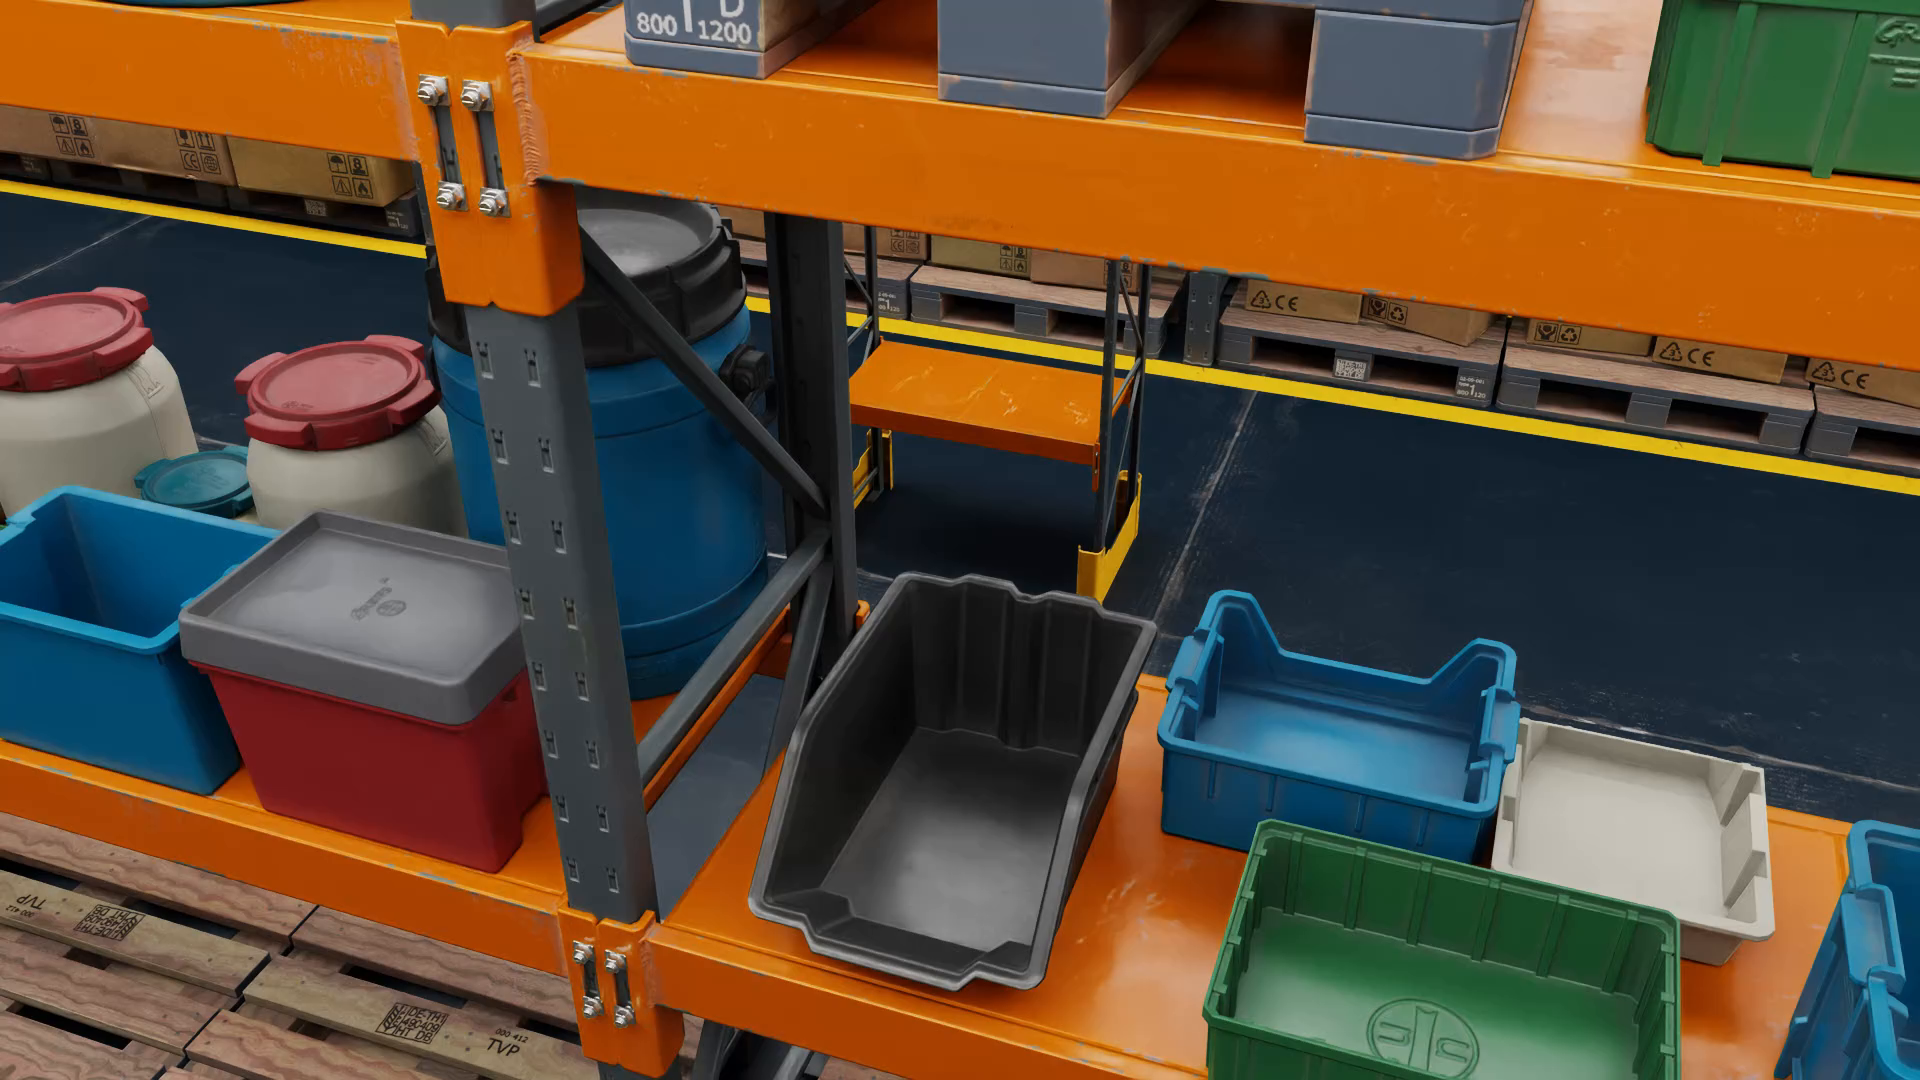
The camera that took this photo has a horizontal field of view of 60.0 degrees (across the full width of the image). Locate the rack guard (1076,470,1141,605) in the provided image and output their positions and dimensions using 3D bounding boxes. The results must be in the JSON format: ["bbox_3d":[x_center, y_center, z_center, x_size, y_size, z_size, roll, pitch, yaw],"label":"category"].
[{"bbox_3d":[0.541,0.000,6.019,0.087,0.250,0.587,11,34,16],"label":"rack guard"}]

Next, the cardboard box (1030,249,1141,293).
[{"bbox_3d":[0.657,-1.552,7.787,0.500,0.500,0.700,8,34,13],"label":"cardboard box"}]

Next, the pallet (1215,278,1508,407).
[{"bbox_3d":[1.872,-1.017,7.631,1.213,0.211,1.003,11,34,16],"label":"pallet"}]

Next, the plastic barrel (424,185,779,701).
[{"bbox_3d":[-0.705,-0.200,3.333,0.708,0.901,0.600,11,34,16],"label":"plastic barrel"}]

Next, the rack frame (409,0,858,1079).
[{"bbox_3d":[-0.443,0.236,3.120,0.127,3.000,1.000,11,34,16],"label":"rack frame"}]

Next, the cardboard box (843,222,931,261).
[{"bbox_3d":[-0.312,-1.751,8.095,0.500,0.500,0.700,8,34,12],"label":"cardboard box"}]

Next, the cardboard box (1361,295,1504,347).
[{"bbox_3d":[2.133,-1.225,7.300,0.500,0.500,0.500,23,39,31],"label":"cardboard box"}]

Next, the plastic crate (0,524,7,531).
[{"bbox_3d":[-2.178,0.150,3.448,0.662,0.188,0.450,11,34,16],"label":"plastic crate"}]

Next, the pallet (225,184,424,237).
[{"bbox_3d":[-3.254,-2.037,9.210,1.213,0.211,1.003,11,34,16],"label":"pallet"}]

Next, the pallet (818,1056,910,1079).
[{"bbox_3d":[0.175,1.551,3.653,1.213,0.211,1.003,11,34,16],"label":"pallet"}]

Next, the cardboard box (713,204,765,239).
[{"bbox_3d":[-0.838,-1.853,8.253,0.500,0.500,0.700,14,35,20],"label":"cardboard box"}]

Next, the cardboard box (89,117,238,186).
[{"bbox_3d":[-4.017,-2.613,9.104,0.875,0.875,1.225,11,34,17],"label":"cardboard box"}]

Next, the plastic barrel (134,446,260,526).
[{"bbox_3d":[-1.637,-0.027,3.654,0.301,0.262,0.301,0,33,0],"label":"plastic barrel"}]

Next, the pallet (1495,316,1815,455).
[{"bbox_3d":[3.024,-0.795,7.286,1.213,0.211,1.003,11,34,16],"label":"pallet"}]

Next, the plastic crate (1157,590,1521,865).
[{"bbox_3d":[0.690,0.362,3.061,0.616,0.251,0.499,11,34,16],"label":"plastic crate"}]

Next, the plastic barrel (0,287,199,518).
[{"bbox_3d":[-1.960,-0.243,3.735,0.433,0.535,0.433,0,33,0],"label":"plastic barrel"}]

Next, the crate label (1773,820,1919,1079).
[{"bbox_3d":[1.499,0.754,2.284,0.616,0.435,0.502,11,34,16],"label":"crate label"}]

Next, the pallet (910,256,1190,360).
[{"bbox_3d":[0.494,-1.264,8.013,1.213,0.211,1.003,11,34,16],"label":"pallet"}]

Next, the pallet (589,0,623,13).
[{"bbox_3d":[-1.831,-2.869,8.105,1.003,0.211,1.213,11,34,16],"label":"pallet"}]

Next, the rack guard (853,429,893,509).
[{"bbox_3d":[-0.397,-0.182,6.302,0.087,0.250,0.587,11,34,16],"label":"rack guard"}]

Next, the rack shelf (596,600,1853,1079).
[{"bbox_3d":[1.440,0.904,2.748,4.000,0.370,1.077,11,34,16],"label":"rack shelf"}]

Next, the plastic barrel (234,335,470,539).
[{"bbox_3d":[-1.270,-0.109,3.527,0.433,0.535,0.433,0,33,0],"label":"plastic barrel"}]

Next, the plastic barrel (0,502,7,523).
[{"bbox_3d":[-2.368,-0.322,3.858,0.433,0.535,0.433,0,33,0],"label":"plastic barrel"}]

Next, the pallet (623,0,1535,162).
[{"bbox_3d":[0.269,-0.863,2.230,1.003,0.211,1.213,11,34,16],"label":"pallet"}]

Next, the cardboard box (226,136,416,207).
[{"bbox_3d":[-3.180,-2.446,8.845,0.875,0.875,1.225,9,34,14],"label":"cardboard box"}]

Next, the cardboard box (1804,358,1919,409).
[{"bbox_3d":[3.837,-0.903,6.800,0.500,0.500,0.500,21,38,29],"label":"cardboard box"}]

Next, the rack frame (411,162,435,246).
[{"bbox_3d":[-2.538,-3.025,8.171,0.127,3.000,1.000,11,34,16],"label":"rack frame"}]

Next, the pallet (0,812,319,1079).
[{"bbox_3d":[-2.348,1.061,4.412,1.213,0.211,1.003,11,34,16],"label":"pallet"}]

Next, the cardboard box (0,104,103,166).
[{"bbox_3d":[-4.852,-2.771,9.348,0.875,0.875,1.225,10,34,15],"label":"cardboard box"}]

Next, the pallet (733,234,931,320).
[{"bbox_3d":[-0.658,-1.486,8.357,1.213,0.211,1.003,11,34,16],"label":"pallet"}]

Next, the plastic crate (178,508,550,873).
[{"bbox_3d":[-1.002,0.276,2.998,0.583,0.464,0.402,11,34,16],"label":"plastic crate"}]

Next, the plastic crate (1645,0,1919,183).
[{"bbox_3d":[0.950,-0.508,1.701,0.450,0.188,0.336,11,34,16],"label":"plastic crate"}]

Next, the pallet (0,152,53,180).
[{"bbox_3d":[-5.551,-2.483,9.901,1.213,0.211,1.003,11,34,16],"label":"pallet"}]

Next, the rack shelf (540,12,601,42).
[{"bbox_3d":[-0.655,-2.357,7.799,4.000,0.370,1.077,11,34,16],"label":"rack shelf"}]

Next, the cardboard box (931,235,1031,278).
[{"bbox_3d":[0.214,-1.648,7.937,0.500,0.500,0.700,11,34,16],"label":"cardboard box"}]

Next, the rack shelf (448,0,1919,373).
[{"bbox_3d":[1.440,-0.356,1.934,4.000,0.370,1.077,11,34,16],"label":"rack shelf"}]

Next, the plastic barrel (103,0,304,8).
[{"bbox_3d":[-0.995,-1.217,2.143,0.708,0.901,0.600,11,34,16],"label":"plastic barrel"}]

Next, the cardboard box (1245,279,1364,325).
[{"bbox_3d":[1.591,-1.326,7.456,0.500,0.500,0.500,10,34,15],"label":"cardboard box"}]

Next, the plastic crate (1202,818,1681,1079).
[{"bbox_3d":[0.740,0.717,2.569,0.662,0.188,0.450,11,34,16],"label":"plastic crate"}]

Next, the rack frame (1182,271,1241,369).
[{"bbox_3d":[1.228,-2.293,7.037,0.127,3.000,1.000,11,34,16],"label":"rack frame"}]

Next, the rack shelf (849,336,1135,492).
[{"bbox_3d":[0.080,-0.463,5.917,1.000,0.185,0.538,11,34,16],"label":"rack shelf"}]

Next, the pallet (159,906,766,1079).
[{"bbox_3d":[-1.195,1.283,4.068,1.213,0.211,1.003,11,34,16],"label":"pallet"}]

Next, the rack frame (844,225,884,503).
[{"bbox_3d":[-0.398,-0.707,5.963,0.032,1.500,0.500,11,34,16],"label":"rack frame"}]

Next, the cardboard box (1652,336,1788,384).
[{"bbox_3d":[3.254,-1.027,6.992,0.500,0.500,0.500,14,35,21],"label":"cardboard box"}]

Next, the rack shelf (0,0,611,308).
[{"bbox_3d":[-2.326,-1.088,3.068,4.000,0.370,1.077,11,34,16],"label":"rack shelf"}]

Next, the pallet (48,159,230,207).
[{"bbox_3d":[-4.399,-2.261,9.557,1.213,0.211,1.003,11,34,16],"label":"pallet"}]

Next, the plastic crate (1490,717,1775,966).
[{"bbox_3d":[1.171,0.514,2.931,0.437,0.136,0.530,11,34,16],"label":"plastic crate"}]

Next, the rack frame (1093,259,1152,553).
[{"bbox_3d":[0.559,-0.521,5.675,0.032,1.500,0.500,11,34,16],"label":"rack frame"}]

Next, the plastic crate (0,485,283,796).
[{"bbox_3d":[-1.586,0.199,3.191,0.575,0.384,0.392,11,34,16],"label":"plastic crate"}]

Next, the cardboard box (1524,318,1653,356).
[{"bbox_3d":[2.744,-1.152,7.186,0.500,0.500,0.500,8,34,12],"label":"cardboard box"}]

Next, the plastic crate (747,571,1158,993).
[{"bbox_3d":[0.007,0.422,2.888,0.504,0.338,0.767,11,34,16],"label":"plastic crate"}]

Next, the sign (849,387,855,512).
[{"bbox_3d":[-0.247,-0.160,3.477,0.005,0.325,0.100,11,34,16],"label":"sign"}]

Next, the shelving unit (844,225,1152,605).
[{"bbox_3d":[0.072,-0.616,5.822,1.083,1.500,0.587,11,34,16],"label":"shelving unit"}]

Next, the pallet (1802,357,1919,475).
[{"bbox_3d":[4.169,-0.571,6.939,1.213,0.211,1.003,11,34,16],"label":"pallet"}]

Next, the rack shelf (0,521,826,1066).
[{"bbox_3d":[-2.326,0.172,3.882,4.000,0.370,1.077,11,34,16],"label":"rack shelf"}]
